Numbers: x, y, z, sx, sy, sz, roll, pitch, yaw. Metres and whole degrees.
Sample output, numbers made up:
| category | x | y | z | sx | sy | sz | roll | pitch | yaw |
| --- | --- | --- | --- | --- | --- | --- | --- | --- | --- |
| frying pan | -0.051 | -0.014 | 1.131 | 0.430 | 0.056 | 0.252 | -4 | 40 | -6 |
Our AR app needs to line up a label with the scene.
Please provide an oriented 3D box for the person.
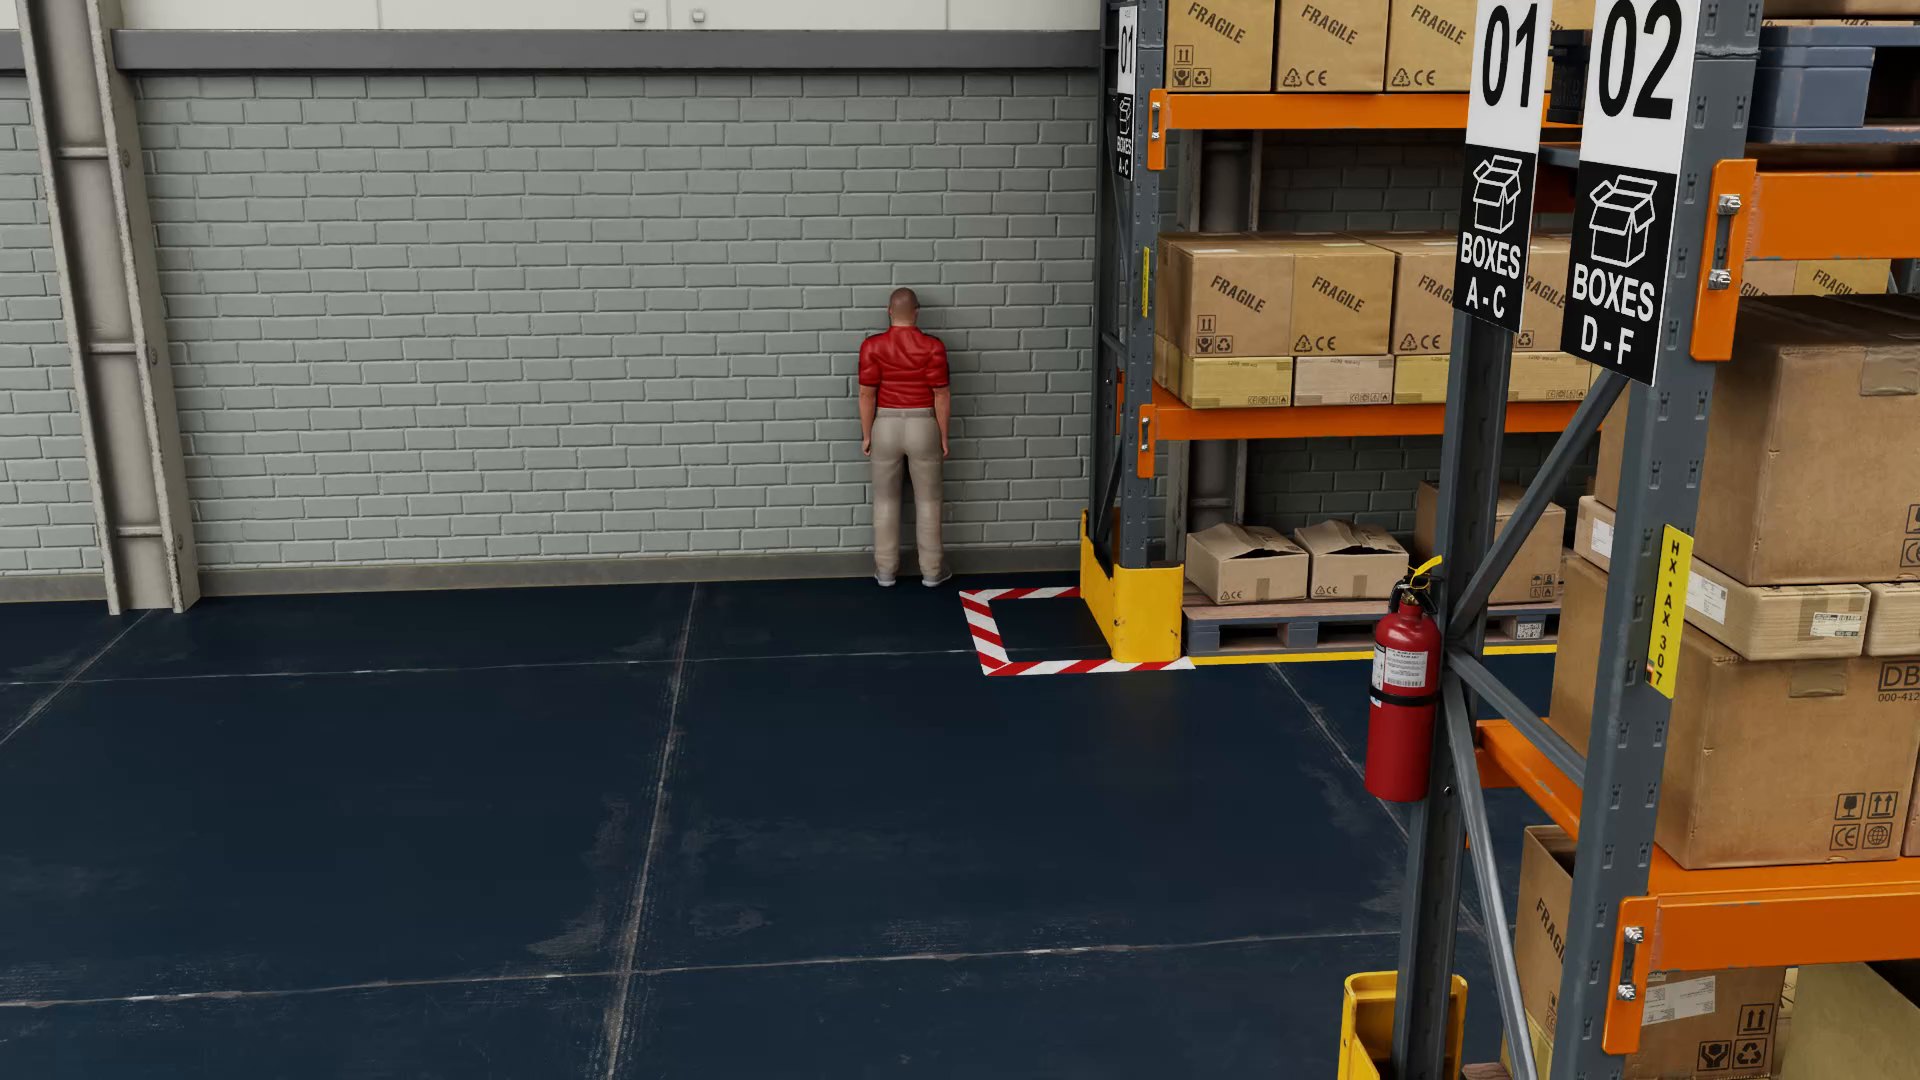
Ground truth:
| category | x | y | z | sx | sy | sz | roll | pitch | yaw |
| --- | --- | --- | --- | --- | --- | --- | --- | --- | --- |
| person | -0.309 | -0.586 | 9.531 | 0.521 | 1.730 | 0.366 | 1 | 17 | 3 |
